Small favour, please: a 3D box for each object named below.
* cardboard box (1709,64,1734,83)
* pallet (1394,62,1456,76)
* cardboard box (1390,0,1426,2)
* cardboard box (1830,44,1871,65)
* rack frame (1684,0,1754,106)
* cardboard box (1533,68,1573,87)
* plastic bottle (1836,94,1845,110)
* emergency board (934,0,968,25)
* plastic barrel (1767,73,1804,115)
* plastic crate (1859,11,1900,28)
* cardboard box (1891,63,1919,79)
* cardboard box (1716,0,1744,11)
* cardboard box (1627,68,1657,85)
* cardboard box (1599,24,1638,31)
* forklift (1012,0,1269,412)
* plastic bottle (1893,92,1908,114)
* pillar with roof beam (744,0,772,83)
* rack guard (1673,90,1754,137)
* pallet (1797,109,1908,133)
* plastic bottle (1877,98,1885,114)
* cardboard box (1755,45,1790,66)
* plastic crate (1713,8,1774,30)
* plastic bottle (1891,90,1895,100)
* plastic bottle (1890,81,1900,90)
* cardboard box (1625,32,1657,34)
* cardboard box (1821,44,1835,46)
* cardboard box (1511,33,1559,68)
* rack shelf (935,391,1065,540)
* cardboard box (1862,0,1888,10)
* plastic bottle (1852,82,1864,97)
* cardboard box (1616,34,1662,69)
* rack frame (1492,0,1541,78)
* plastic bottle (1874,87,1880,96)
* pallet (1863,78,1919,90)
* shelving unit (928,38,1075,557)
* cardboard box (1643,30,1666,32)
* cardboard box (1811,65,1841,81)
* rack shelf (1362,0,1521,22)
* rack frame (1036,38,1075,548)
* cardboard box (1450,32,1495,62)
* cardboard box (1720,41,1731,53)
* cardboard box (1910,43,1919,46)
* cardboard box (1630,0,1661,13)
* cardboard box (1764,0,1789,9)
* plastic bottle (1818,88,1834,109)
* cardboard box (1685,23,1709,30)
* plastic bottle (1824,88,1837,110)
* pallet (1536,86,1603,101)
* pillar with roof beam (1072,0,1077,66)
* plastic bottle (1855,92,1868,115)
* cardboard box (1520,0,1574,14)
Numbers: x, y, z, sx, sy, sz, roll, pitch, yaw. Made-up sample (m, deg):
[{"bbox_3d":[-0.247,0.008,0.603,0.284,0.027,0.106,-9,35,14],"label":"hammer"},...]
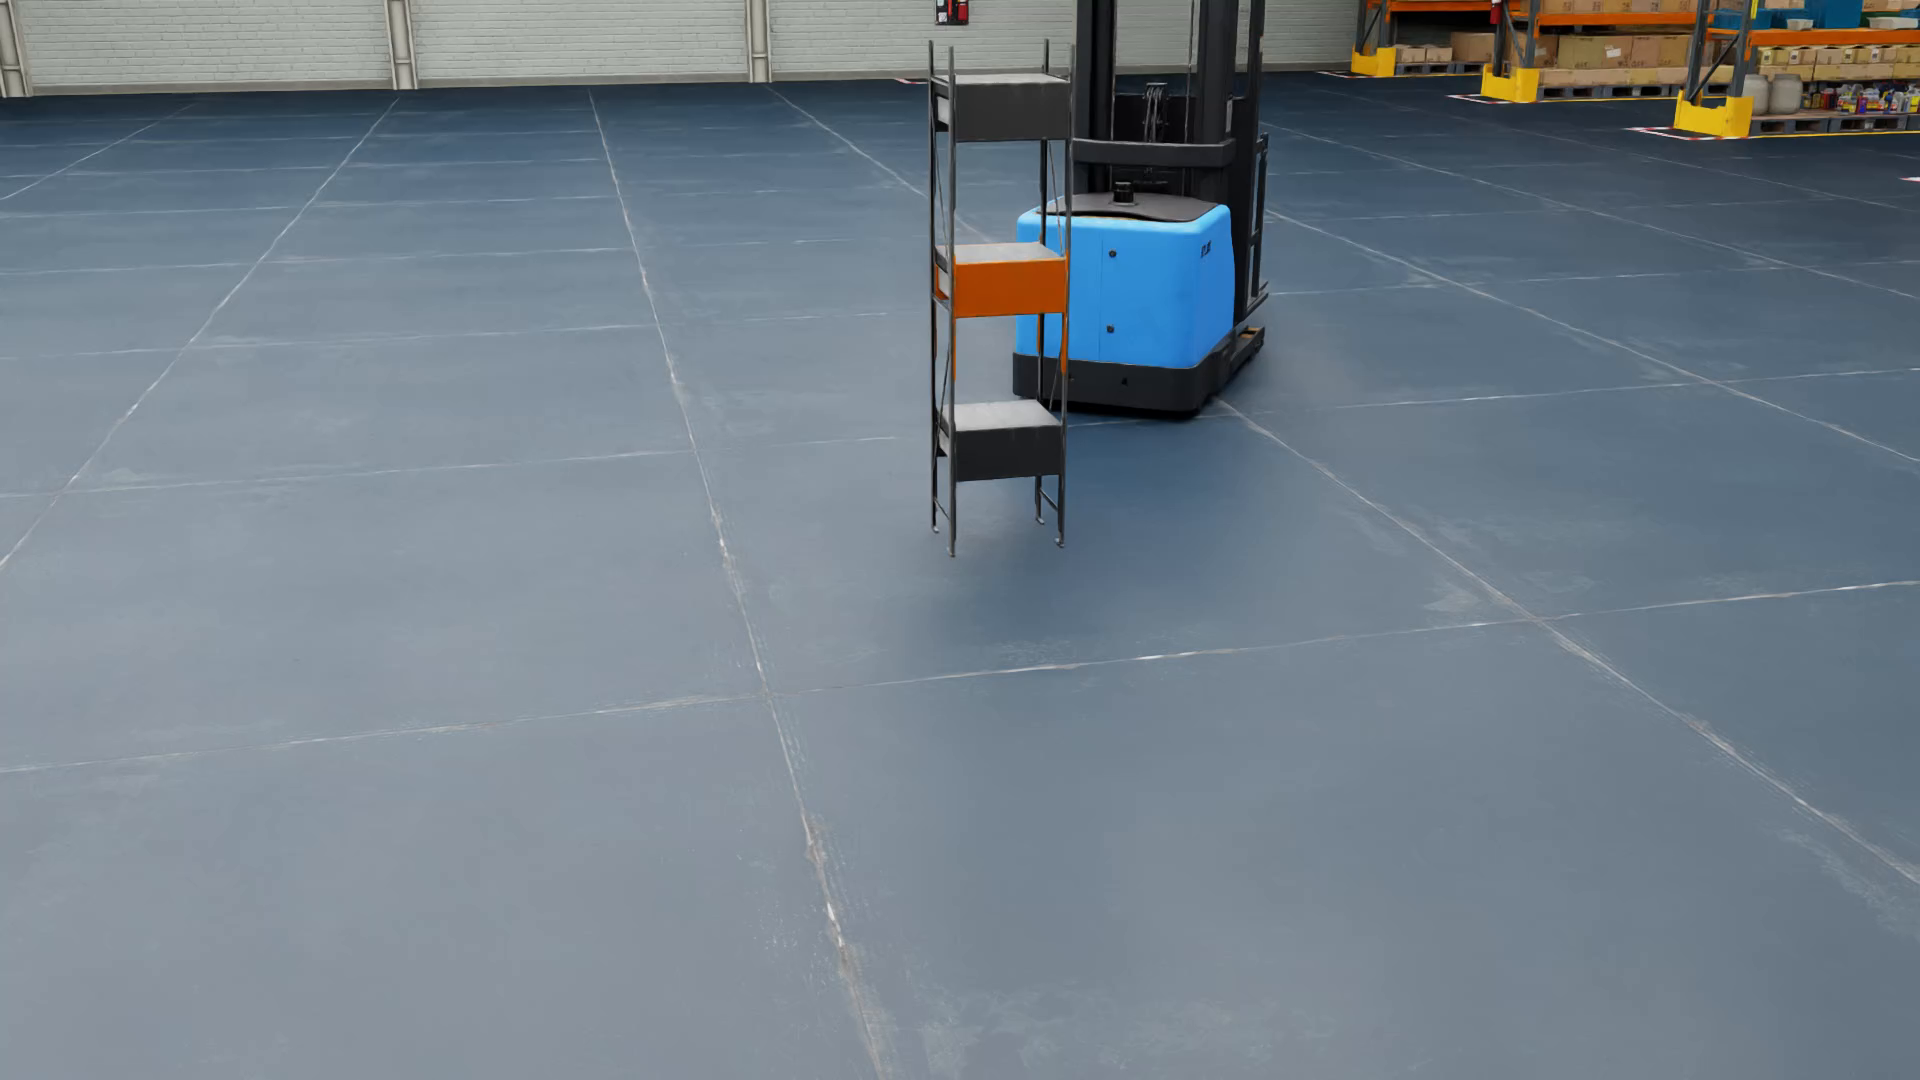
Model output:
[{"bbox_3d":[12.282,-7.592,27.066,0.500,0.250,0.500,-5,21,-12],"label":"cardboard box"},{"bbox_3d":[8.520,-8.886,31.266,1.213,0.211,1.003,-5,21,-12],"label":"pallet"},{"bbox_3d":[8.195,-10.008,30.464,0.500,0.250,0.500,-5,21,-14],"label":"cardboard box"},{"bbox_3d":[14.638,-8.037,27.464,0.500,0.311,0.500,-4,21,-11],"label":"cardboard box"},{"bbox_3d":[9.927,-6.821,21.574,0.127,3.000,1.000,-5,21,-12],"label":"rack frame"},{"bbox_3d":[9.364,-7.353,26.414,0.500,0.250,0.500,-5,21,-12],"label":"cardboard box"},{"bbox_3d":[12.047,-5.987,22.726,0.097,0.201,0.097,0,20,0],"label":"plastic bottle"},{"bbox_3d":[-0.123,-9.824,29.773,0.643,1.169,0.194,-5,21,-12],"label":"emergency board"},{"bbox_3d":[11.037,-5.967,22.250,0.421,0.512,0.421,0,20,0],"label":"plastic barrel"},{"bbox_3d":[12.433,-7.025,22.439,0.662,0.188,0.450,-5,21,-12],"label":"plastic crate"},{"bbox_3d":[15.619,-7.853,27.779,0.500,0.250,0.500,-5,21,-13],"label":"cardboard box"},{"bbox_3d":[12.253,-8.805,26.846,0.500,0.500,0.700,-5,21,-14],"label":"cardboard box"},{"bbox_3d":[10.824,-7.471,26.737,0.500,0.250,0.500,-5,21,-12],"label":"cardboard box"},{"bbox_3d":[12.680,-9.938,31.989,0.500,0.250,0.500,-5,21,-14],"label":"cardboard box"},{"bbox_3d":[1.295,-2.543,9.995,1.130,2.935,3.031,7,21,20],"label":"forklift"},{"bbox_3d":[12.599,-5.865,22.286,0.135,0.276,0.152,-4,21,-11],"label":"plastic bottle"},{"bbox_3d":[-2.558,-10.908,24.010,0.400,9.000,9.100,-5,21,-12],"label":"pillar with roof beam"},{"bbox_3d":[9.990,-5.669,22.063,0.348,0.500,1.175,-5,21,-12],"label":"rack guard"},{"bbox_3d":[11.967,-5.691,22.544,1.213,0.211,1.003,-5,21,-12],"label":"pallet"},{"bbox_3d":[12.290,-5.795,22.203,0.097,0.201,0.097,0,20,0],"label":"plastic bottle"},{"bbox_3d":[13.143,-7.914,27.131,0.500,0.311,0.500,-5,21,-12],"label":"cardboard box"},{"bbox_3d":[10.345,-6.891,21.981,0.616,0.251,0.499,-5,21,-12],"label":"plastic crate"},{"bbox_3d":[12.574,-5.904,22.381,0.133,0.283,0.061,-5,21,-12],"label":"plastic bottle"},{"bbox_3d":[12.938,-6.175,23.023,0.185,0.351,0.144,-4,21,-11],"label":"plastic bottle"},{"bbox_3d":[11.187,-8.043,27.207,0.500,0.500,0.500,-5,21,-12],"label":"cardboard box"},{"bbox_3d":[14.492,-8.214,27.948,0.500,0.311,0.500,-5,21,-13],"label":"cardboard box"},{"bbox_3d":[9.244,-7.879,26.760,0.500,0.500,0.500,-5,21,-12],"label":"cardboard box"},{"bbox_3d":[0.161,-0.329,7.235,0.480,0.518,0.431,-5,21,-12],"label":"rack shelf"},{"bbox_3d":[14.947,-9.021,27.435,0.500,0.500,0.500,-6,21,-15],"label":"cardboard box"},{"bbox_3d":[12.341,-6.127,22.890,0.185,0.351,0.144,-5,21,-13],"label":"plastic bottle"},{"bbox_3d":[10.824,-7.823,26.607,0.500,0.500,0.500,-5,21,-12],"label":"cardboard box"},{"bbox_3d":[8.791,-8.479,26.101,0.127,3.000,1.000,-5,21,-12],"label":"rack frame"},{"bbox_3d":[12.620,-6.099,22.930,0.097,0.271,0.097,0,20,0],"label":"plastic bottle"},{"bbox_3d":[15.766,-7.751,28.167,1.213,0.211,1.003,-5,21,-12],"label":"pallet"},{"bbox_3d":[0.161,-0.999,6.989,0.503,2.100,0.431,-5,21,-12],"label":"shelving unit"},{"bbox_3d":[13.249,-9.635,32.250,0.500,0.500,0.700,-4,21,-12],"label":"cardboard box"},{"bbox_3d":[14.134,-7.733,27.450,0.500,0.250,0.500,-5,21,-14],"label":"cardboard box"},{"bbox_3d":[9.593,-9.957,31.183,4.000,0.370,1.077,-5,21,-12],"label":"rack shelf"},{"bbox_3d":[0.399,-1.018,7.042,0.015,2.100,0.400,-5,21,-12],"label":"rack frame"},{"bbox_3d":[9.621,-9.281,31.284,0.500,0.500,0.700,-6,21,-16],"label":"cardboard box"},{"bbox_3d":[14.744,-9.729,32.506,0.500,0.500,0.700,-4,21,-12],"label":"cardboard box"},{"bbox_3d":[16.123,-8.158,27.795,0.500,0.311,0.500,-4,21,-11],"label":"cardboard box"},{"bbox_3d":[10.754,-8.682,26.510,0.500,0.500,0.700,-4,21,-11],"label":"cardboard box"},{"bbox_3d":[13.152,-8.779,27.137,0.500,0.250,0.500,-3,20,-9],"label":"cardboard box"},{"bbox_3d":[11.865,-6.051,22.793,0.135,0.276,0.152,-4,21,-12],"label":"plastic bottle"},{"bbox_3d":[14.175,-10.057,32.311,0.500,0.250,0.500,-4,21,-11],"label":"cardboard box"},{"bbox_3d":[11.890,-6.019,22.695,0.133,0.283,0.061,-5,21,-12],"label":"plastic bottle"},{"bbox_3d":[9.525,-7.244,26.784,1.213,0.211,1.003,-5,21,-12],"label":"pallet"},{"bbox_3d":[3.281,-11.383,25.306,0.400,9.000,9.100,-5,21,-12],"label":"pillar with roof beam"},{"bbox_3d":[11.987,-5.803,22.104,0.133,0.283,0.061,-4,21,-12],"label":"plastic bottle"},{"bbox_3d":[9.248,-8.559,26.173,0.500,0.500,0.700,-5,21,-12],"label":"cardboard box"}]
